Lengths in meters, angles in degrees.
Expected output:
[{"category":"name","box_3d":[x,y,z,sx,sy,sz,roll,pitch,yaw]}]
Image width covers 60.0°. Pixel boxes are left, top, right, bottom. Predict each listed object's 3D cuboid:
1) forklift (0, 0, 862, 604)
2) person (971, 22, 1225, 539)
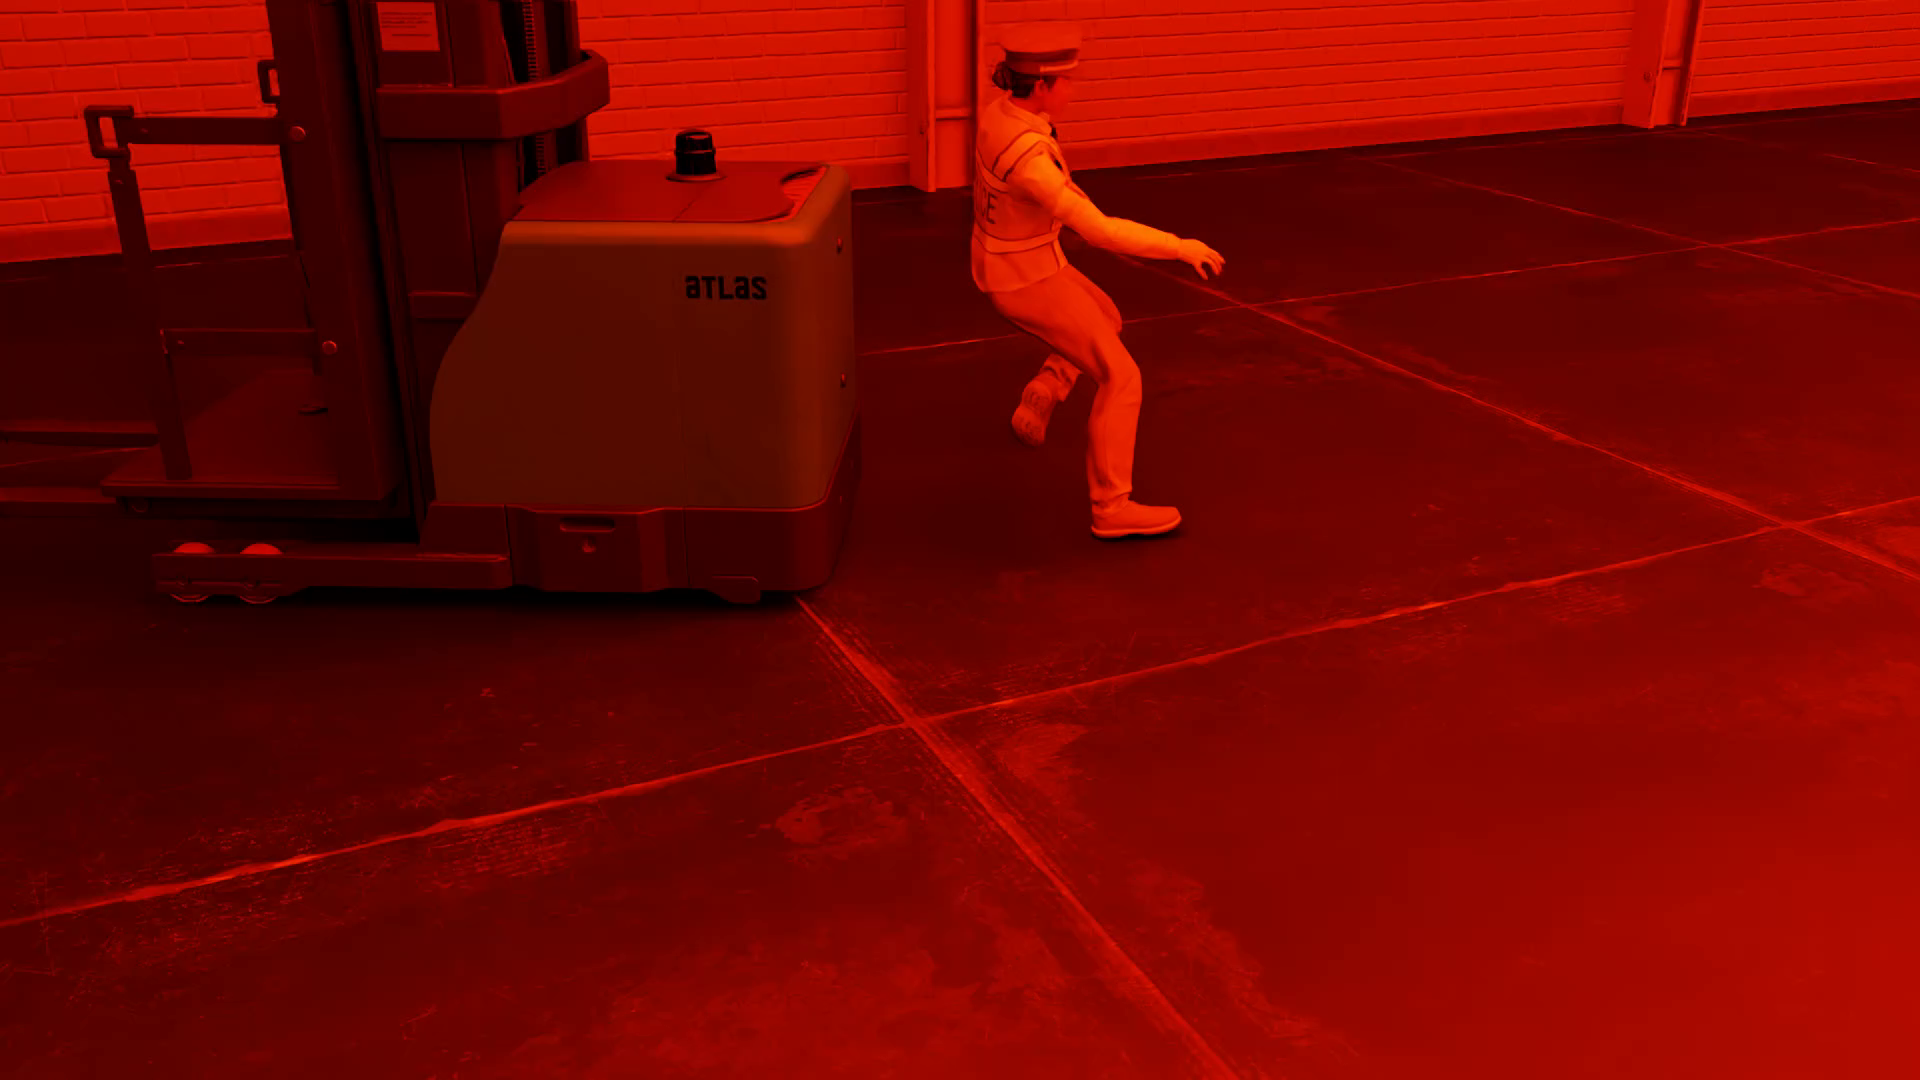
[{"category":"forklift","box_3d":[-1.856,-1.374,4.594,3.031,2.935,1.130,1,23,3]},{"category":"person","box_3d":[0.408,-0.830,5.152,0.696,1.486,0.770,-4,23,-10]}]
